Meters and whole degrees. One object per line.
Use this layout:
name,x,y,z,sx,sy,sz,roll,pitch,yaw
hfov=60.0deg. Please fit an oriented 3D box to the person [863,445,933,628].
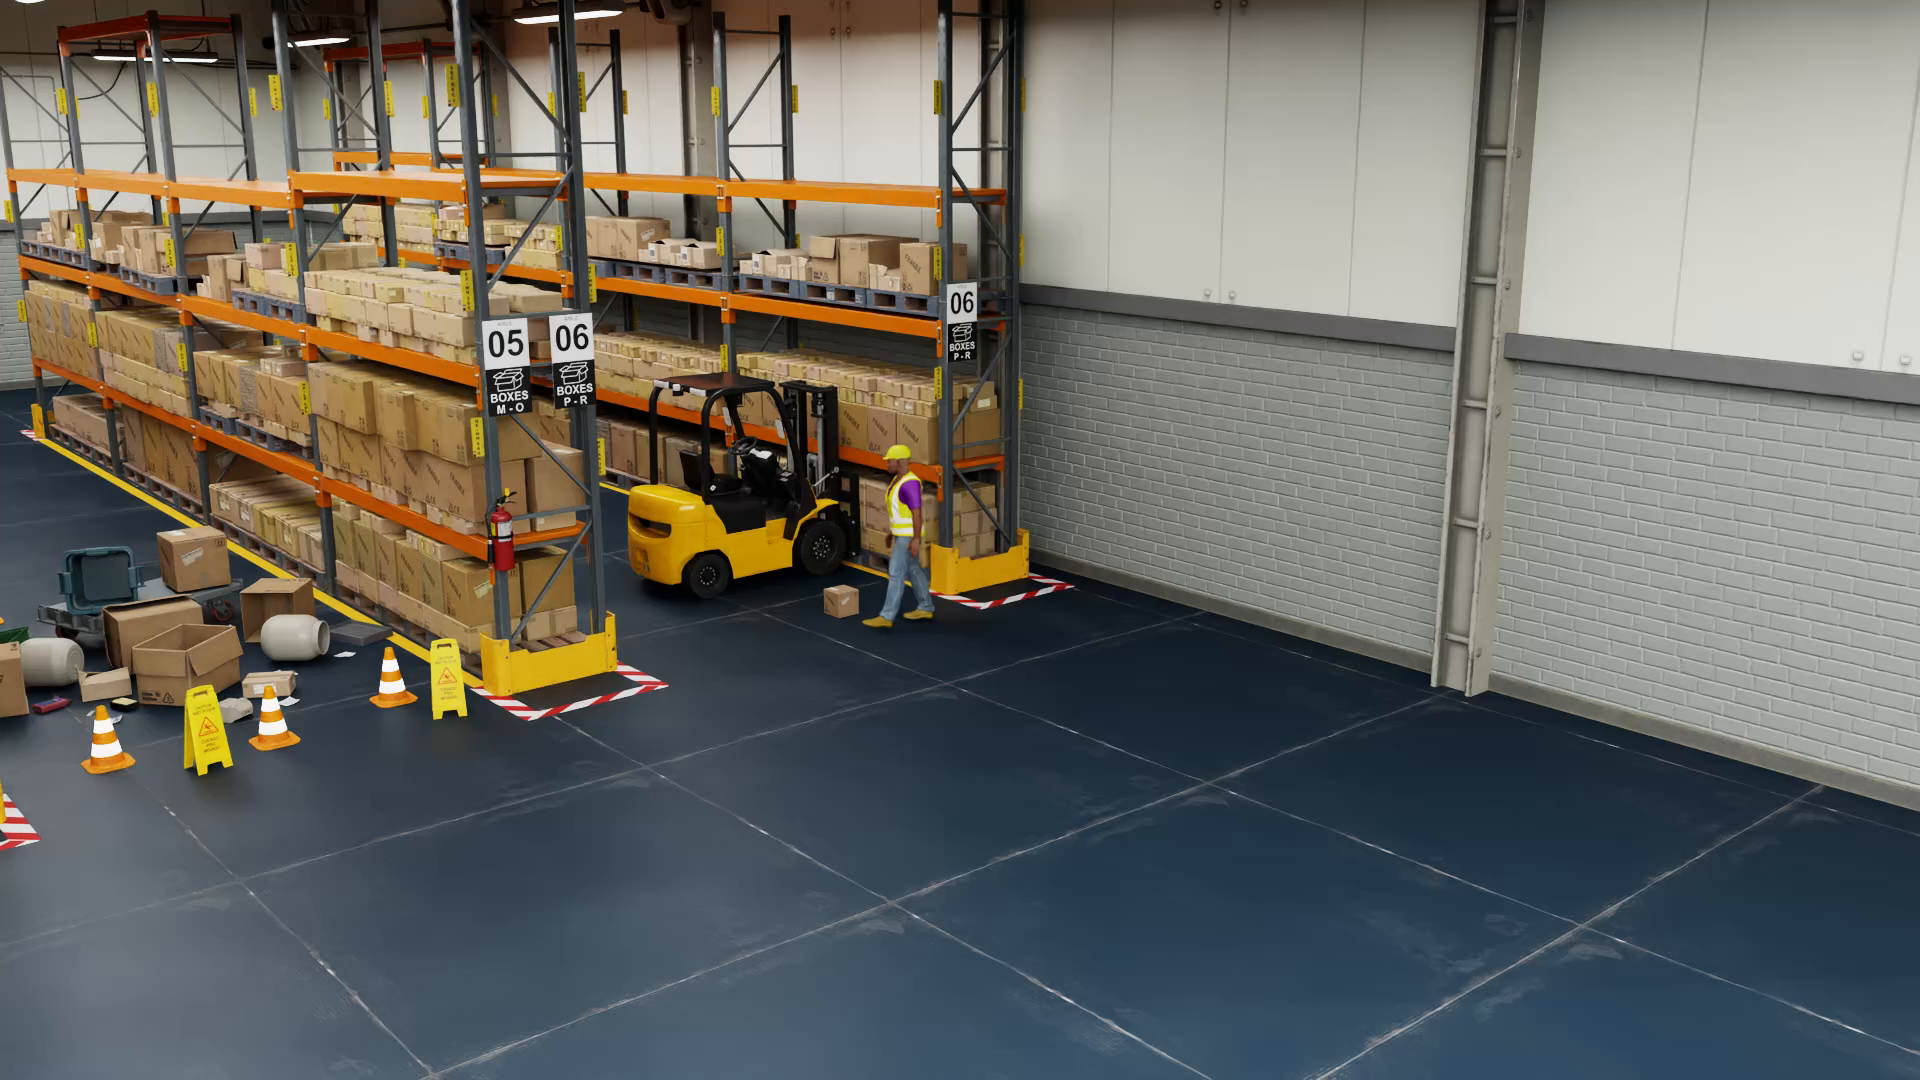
person,-0.618,-0.044,16.074,0.756,1.745,0.526,-3,14,-13
